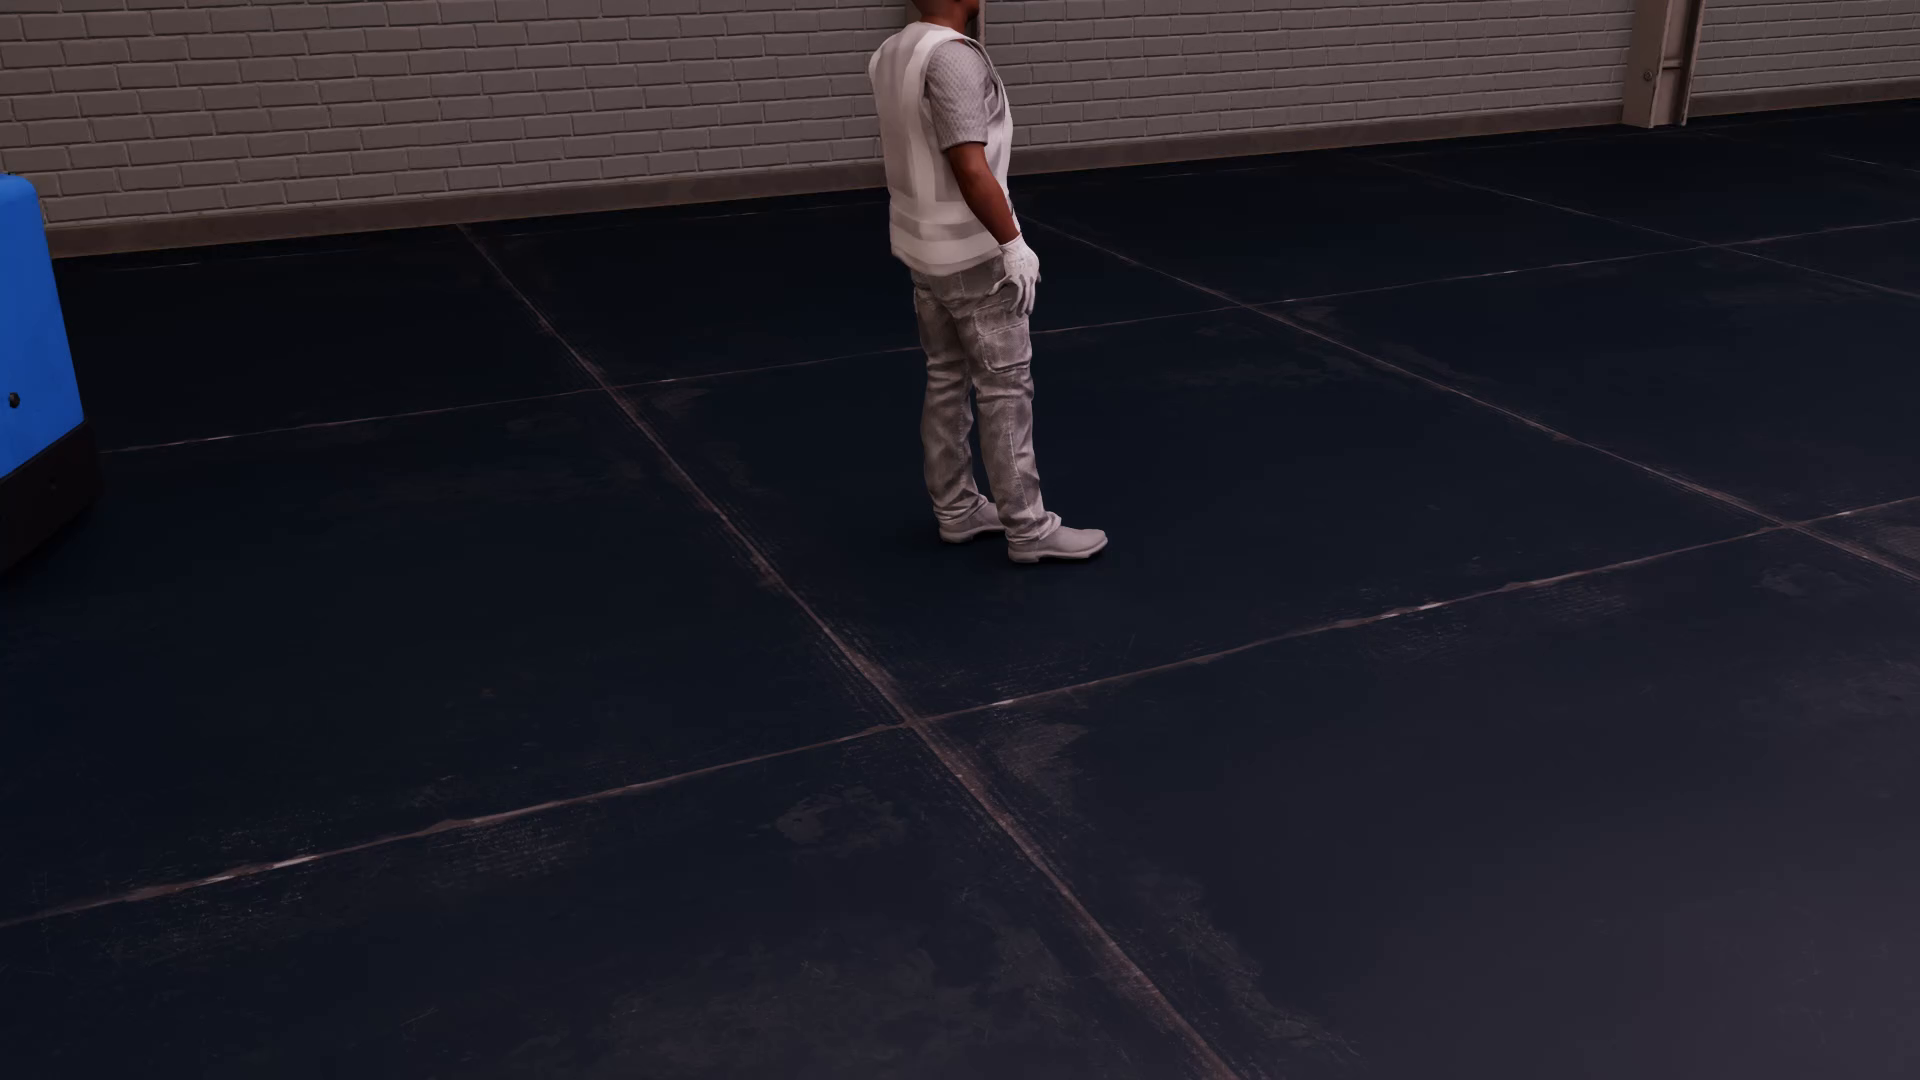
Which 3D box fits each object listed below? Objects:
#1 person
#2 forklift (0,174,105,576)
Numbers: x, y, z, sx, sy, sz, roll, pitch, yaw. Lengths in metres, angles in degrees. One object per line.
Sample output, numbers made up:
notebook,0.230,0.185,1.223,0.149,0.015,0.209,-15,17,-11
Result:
person,0.069,-0.839,4.782,0.577,1.782,0.656,-10,25,-23
forklift,-4.218,-1.252,4.301,3.031,2.935,1.130,-1,23,-2
